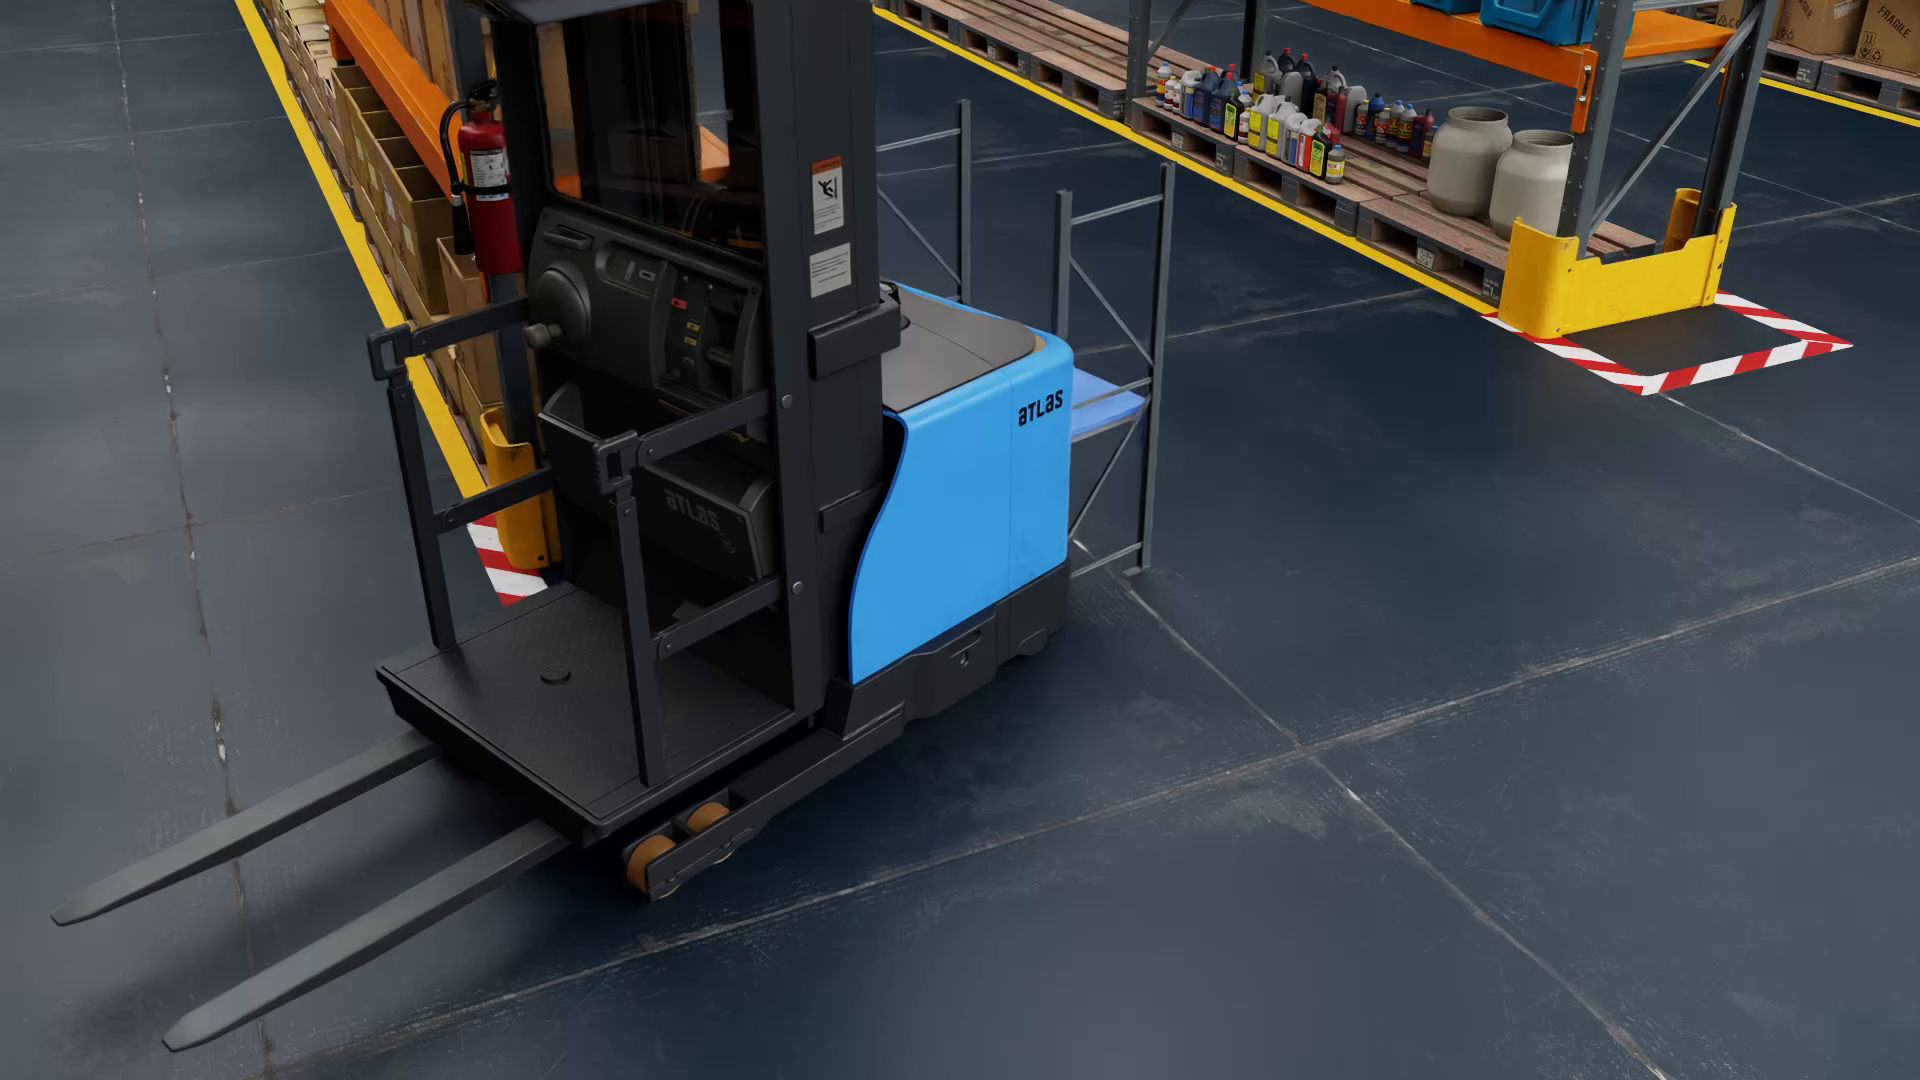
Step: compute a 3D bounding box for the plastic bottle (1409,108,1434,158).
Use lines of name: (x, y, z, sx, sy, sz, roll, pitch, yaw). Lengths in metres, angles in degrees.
plastic bottle: (2.728, -2.412, 9.813, 0.061, 0.283, 0.133, -13, 32, -21)

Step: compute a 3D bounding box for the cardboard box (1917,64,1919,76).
cardboard box: (6.986, -3.385, 11.346, 0.500, 0.500, 0.500, -10, 31, -17)

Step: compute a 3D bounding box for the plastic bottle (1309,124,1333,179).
plastic bottle: (2.054, -2.209, 9.450, 0.061, 0.283, 0.133, -12, 32, -21)

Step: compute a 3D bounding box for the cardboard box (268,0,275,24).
cardboard box: (-5.218, -4.396, 13.129, 0.500, 0.500, 0.500, -12, 31, -20)

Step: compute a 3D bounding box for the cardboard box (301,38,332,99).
cardboard box: (-3.761, -2.960, 10.271, 0.500, 0.311, 0.500, -13, 32, -22)

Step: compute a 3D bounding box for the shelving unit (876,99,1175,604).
shelving unit: (0.164, -0.672, 5.914, 0.538, 1.500, 1.048, -22, 36, -34)

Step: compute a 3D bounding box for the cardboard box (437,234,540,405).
cardboard box: (-1.669, -0.882, 6.371, 0.500, 0.500, 0.500, -13, 32, -22)

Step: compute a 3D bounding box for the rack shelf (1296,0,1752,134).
rack shelf: (2.447, -3.005, 9.277, 1.077, 0.370, 4.000, -13, 32, -22)

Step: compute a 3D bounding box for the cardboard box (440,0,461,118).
cardboard box: (-1.589, -1.880, 6.434, 0.700, 0.500, 0.500, -12, 32, -21)

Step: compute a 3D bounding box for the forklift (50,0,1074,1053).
forklift: (-0.995, -0.588, 4.303, 1.130, 2.935, 3.031, 24, 37, 36)

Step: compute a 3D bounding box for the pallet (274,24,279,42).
pallet: (-4.891, -4.052, 13.260, 1.003, 0.211, 1.213, -13, 32, -22)

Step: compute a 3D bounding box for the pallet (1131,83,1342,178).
pallet: (1.839, -2.680, 10.814, 1.003, 0.211, 1.213, -13, 32, -22)

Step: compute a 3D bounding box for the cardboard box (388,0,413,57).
cardboard box: (-2.247, -2.559, 7.644, 0.700, 0.500, 0.500, -13, 32, -21)

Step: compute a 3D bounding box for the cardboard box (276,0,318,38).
cardboard box: (-4.412, -3.636, 11.476, 0.500, 0.311, 0.500, -14, 32, -23)

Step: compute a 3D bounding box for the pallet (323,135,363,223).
pallet: (-3.239, -2.265, 10.073, 1.003, 0.211, 1.213, -13, 32, -22)

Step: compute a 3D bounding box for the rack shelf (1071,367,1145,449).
rack shelf: (0.164, -0.515, 6.002, 0.538, 0.185, 1.000, -22, 36, -34)

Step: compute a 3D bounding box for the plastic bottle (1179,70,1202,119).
plastic bottle: (1.493, -2.836, 10.576, 0.152, 0.276, 0.135, -12, 31, -20)

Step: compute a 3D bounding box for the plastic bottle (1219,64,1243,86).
plastic bottle: (1.690, -2.825, 10.480, 0.144, 0.351, 0.185, -13, 32, -22)

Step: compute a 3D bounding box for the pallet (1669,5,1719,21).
pallet: (5.726, -4.369, 13.826, 1.003, 0.211, 1.213, -13, 32, -22)

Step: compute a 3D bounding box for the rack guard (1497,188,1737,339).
rack guard: (3.230, -1.369, 8.179, 1.175, 0.500, 0.348, -13, 32, -22)

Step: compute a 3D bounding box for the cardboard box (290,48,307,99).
cardboard box: (-4.200, -3.171, 11.220, 0.500, 0.250, 0.500, -14, 32, -23)

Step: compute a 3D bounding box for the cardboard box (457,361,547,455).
cardboard box: (-1.667, -0.555, 6.556, 0.500, 0.250, 0.500, -13, 32, -22)

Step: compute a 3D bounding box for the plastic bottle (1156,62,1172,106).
plastic bottle: (1.329, -2.971, 10.821, 0.097, 0.271, 0.097, 0, 29, 0)

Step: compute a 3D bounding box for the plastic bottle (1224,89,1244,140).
plastic bottle: (1.674, -2.600, 10.148, 0.061, 0.283, 0.133, -12, 31, -20)

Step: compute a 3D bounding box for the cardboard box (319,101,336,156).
cardboard box: (-3.543, -2.494, 10.012, 0.500, 0.250, 0.500, -14, 32, -23)

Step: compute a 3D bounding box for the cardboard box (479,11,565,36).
cardboard box: (-1.506, -1.852, 5.721, 0.380, 0.149, 0.250, -14, 32, -23)

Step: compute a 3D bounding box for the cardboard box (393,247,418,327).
cardboard box: (-2.322, -1.216, 7.733, 0.500, 0.250, 0.500, -13, 32, -22)

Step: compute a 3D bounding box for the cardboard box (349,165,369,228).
cardboard box: (-2.962, -1.879, 8.916, 0.500, 0.250, 0.500, -13, 32, -22)

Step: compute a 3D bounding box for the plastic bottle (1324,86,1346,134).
plastic bottle: (2.316, -2.663, 10.259, 0.061, 0.283, 0.133, -13, 32, -22)

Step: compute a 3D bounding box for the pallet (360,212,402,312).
pallet: (-2.584, -1.587, 8.865, 1.003, 0.211, 1.213, -13, 32, -22)

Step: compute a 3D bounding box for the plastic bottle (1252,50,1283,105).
plastic bottle: (1.995, -2.984, 10.764, 0.144, 0.351, 0.185, -13, 32, -22)

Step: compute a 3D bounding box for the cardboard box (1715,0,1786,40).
cardboard box: (6.197, -4.150, 12.710, 0.500, 0.500, 0.500, -14, 32, -23)

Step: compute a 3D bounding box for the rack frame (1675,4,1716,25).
rack frame: (6.061, -5.242, 12.531, 1.000, 3.000, 0.127, -13, 32, -22)

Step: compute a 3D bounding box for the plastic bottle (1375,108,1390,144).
plastic bottle: (2.576, -2.512, 10.074, 0.097, 0.201, 0.097, 0, 29, 0)

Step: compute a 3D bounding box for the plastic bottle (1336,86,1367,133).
plastic bottle: (2.412, -2.682, 10.301, 0.152, 0.276, 0.135, -12, 32, -21)

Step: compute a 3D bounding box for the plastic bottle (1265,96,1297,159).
plastic bottle: (1.903, -2.442, 9.796, 0.144, 0.351, 0.185, -12, 31, -20)

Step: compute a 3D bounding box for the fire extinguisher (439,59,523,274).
fire extinguisher: (-1.539, -1.213, 5.426, 0.296, 0.674, 0.183, -13, 32, -22)

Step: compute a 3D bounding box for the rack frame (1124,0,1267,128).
rack frame: (1.588, -4.202, 10.677, 1.000, 3.000, 0.127, -13, 32, -22)

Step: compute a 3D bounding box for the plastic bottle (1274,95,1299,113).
plastic bottle: (1.946, -2.533, 10.036, 0.152, 0.276, 0.135, -13, 32, -22)

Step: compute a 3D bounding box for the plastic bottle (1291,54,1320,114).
plastic bottle: (2.207, -2.930, 10.667, 0.144, 0.351, 0.185, -15, 32, -24)

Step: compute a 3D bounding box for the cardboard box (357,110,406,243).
cardboard box: (-2.541, -1.762, 7.941, 0.500, 0.500, 0.500, -13, 32, -22)

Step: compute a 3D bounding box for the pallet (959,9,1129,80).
pallet: (0.688, -3.864, 12.925, 1.003, 0.211, 1.213, -13, 32, -22)
